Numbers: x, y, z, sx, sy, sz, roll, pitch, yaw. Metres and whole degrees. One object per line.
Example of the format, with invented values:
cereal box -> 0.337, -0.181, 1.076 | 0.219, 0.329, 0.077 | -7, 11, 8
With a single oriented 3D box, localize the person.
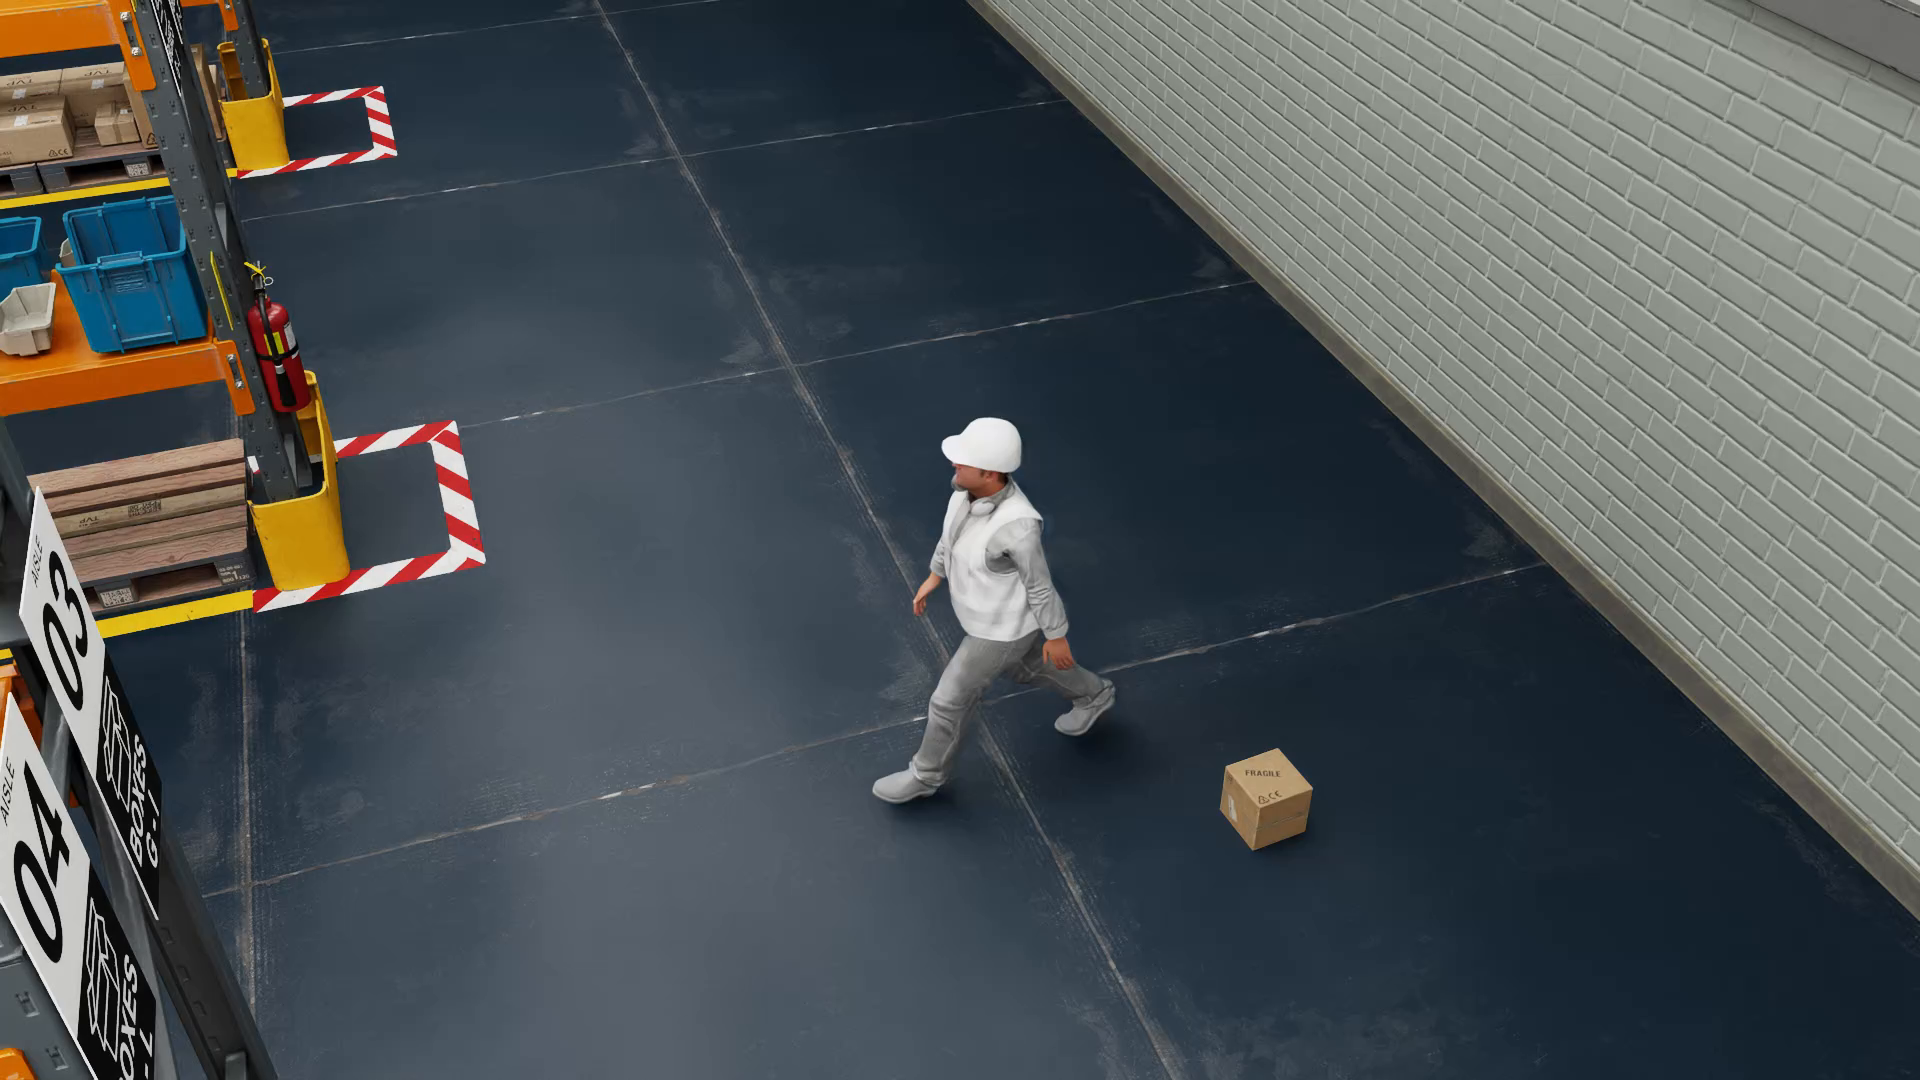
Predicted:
person -> 0.146, 0.244, 6.475 | 1.109, 1.717, 0.569 | -9, 38, -11
